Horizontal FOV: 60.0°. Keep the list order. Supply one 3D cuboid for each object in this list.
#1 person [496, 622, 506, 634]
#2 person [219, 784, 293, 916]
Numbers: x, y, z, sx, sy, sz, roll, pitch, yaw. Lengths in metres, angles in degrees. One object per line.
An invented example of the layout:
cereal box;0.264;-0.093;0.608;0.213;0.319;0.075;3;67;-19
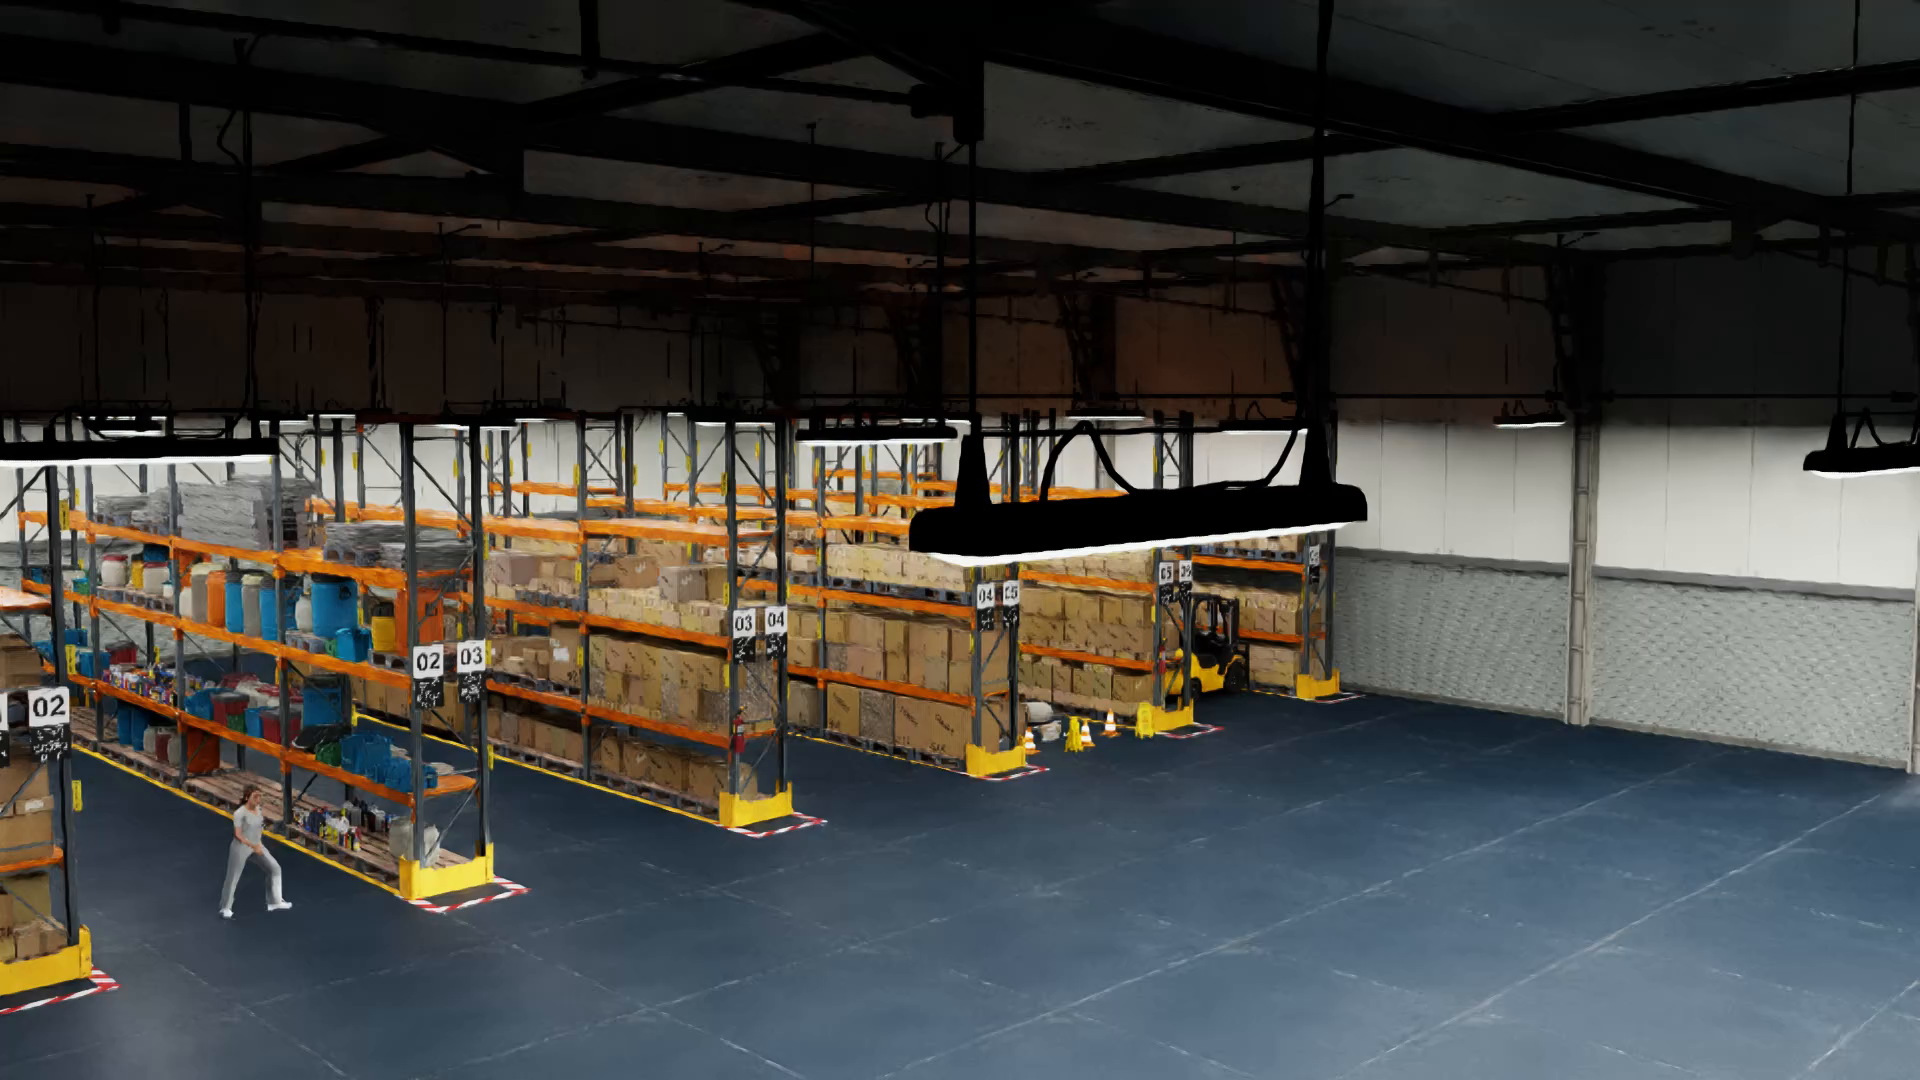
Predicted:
person;-9.230;2.535;33.336;0.549;1.782;0.636;-1;5;-14
person;-8.658;3.761;20.262;0.774;1.614;0.600;2;5;24
